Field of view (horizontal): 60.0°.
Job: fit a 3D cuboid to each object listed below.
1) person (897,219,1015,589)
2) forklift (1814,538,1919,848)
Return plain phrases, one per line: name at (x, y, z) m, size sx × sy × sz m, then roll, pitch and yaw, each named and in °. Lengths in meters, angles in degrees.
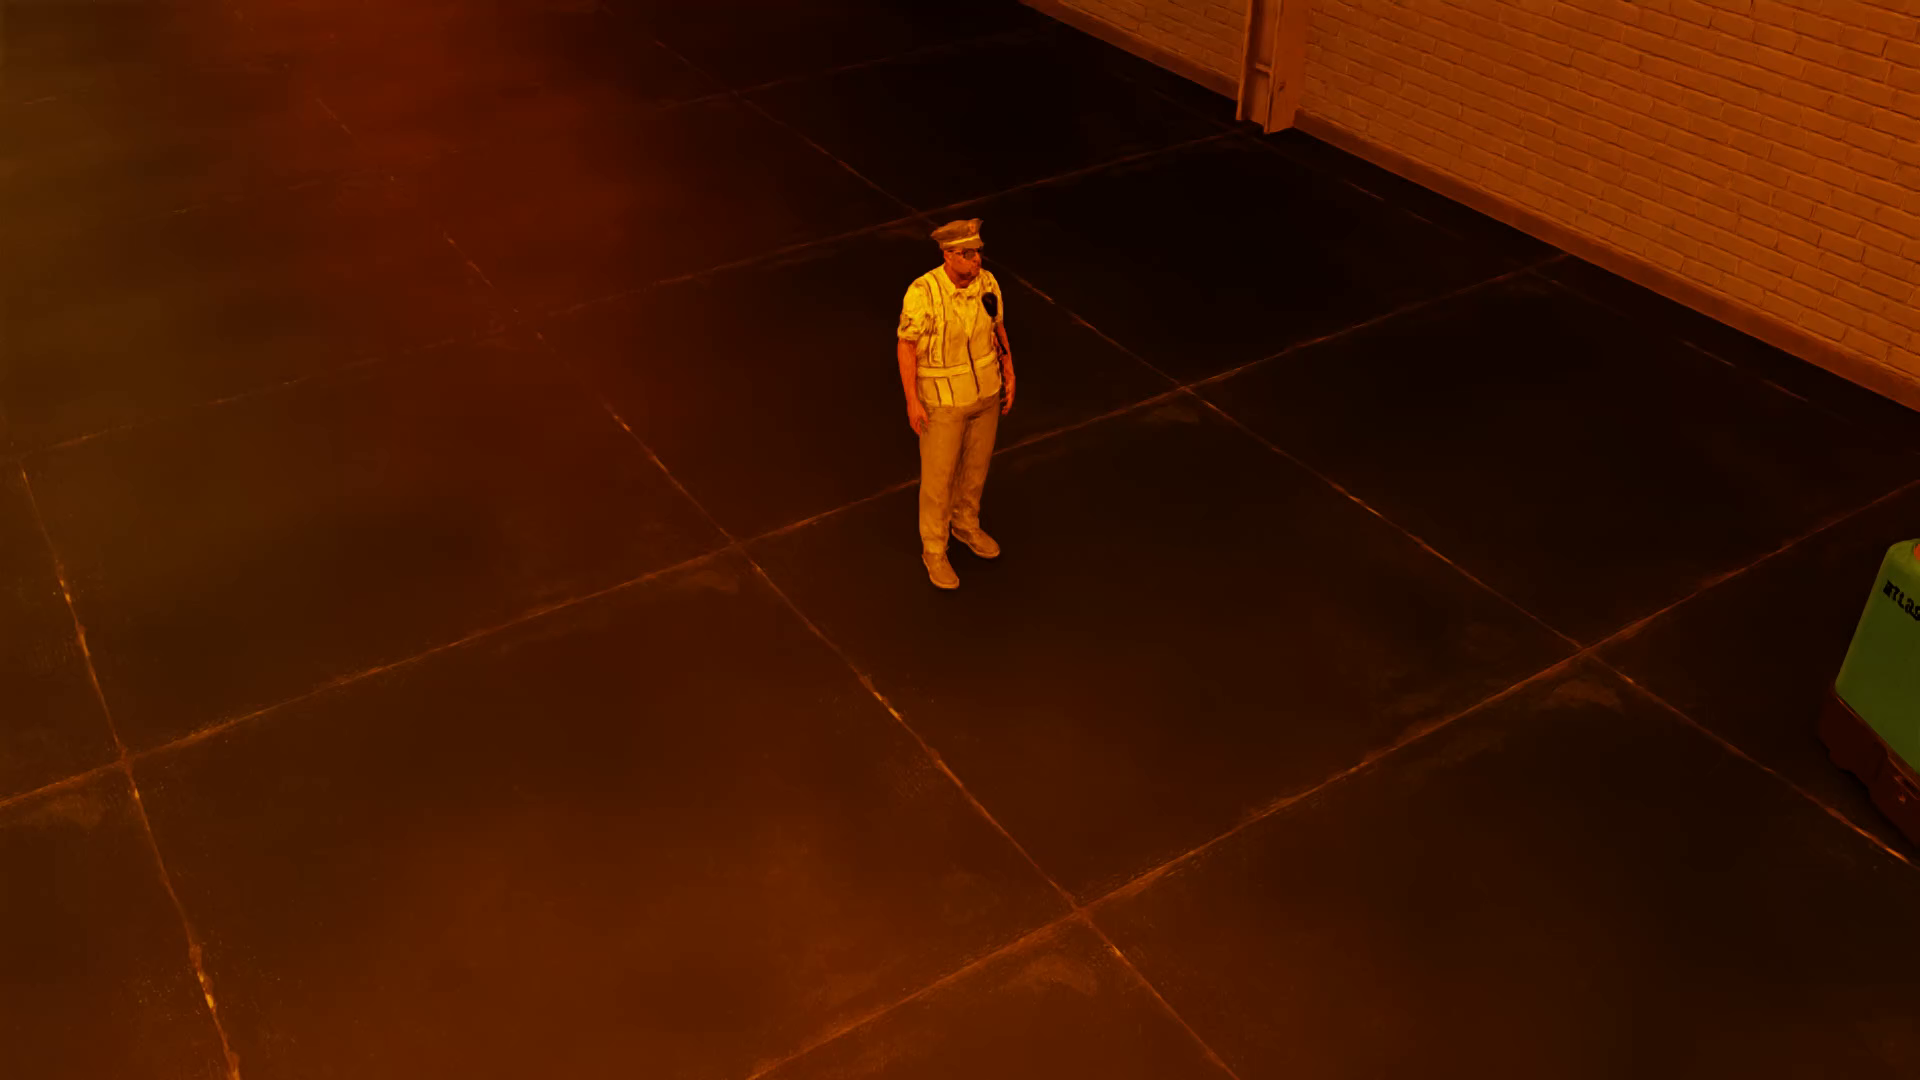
person at (0.032, -0.691, 8.124) m, size 0.640 × 1.773 × 0.574 m, roll -21°, pitch 40°, yaw -27°
forklift at (4.616, 0.450, 5.507) m, size 1.130 × 2.935 × 3.031 m, roll -8°, pitch 36°, yaw -11°
